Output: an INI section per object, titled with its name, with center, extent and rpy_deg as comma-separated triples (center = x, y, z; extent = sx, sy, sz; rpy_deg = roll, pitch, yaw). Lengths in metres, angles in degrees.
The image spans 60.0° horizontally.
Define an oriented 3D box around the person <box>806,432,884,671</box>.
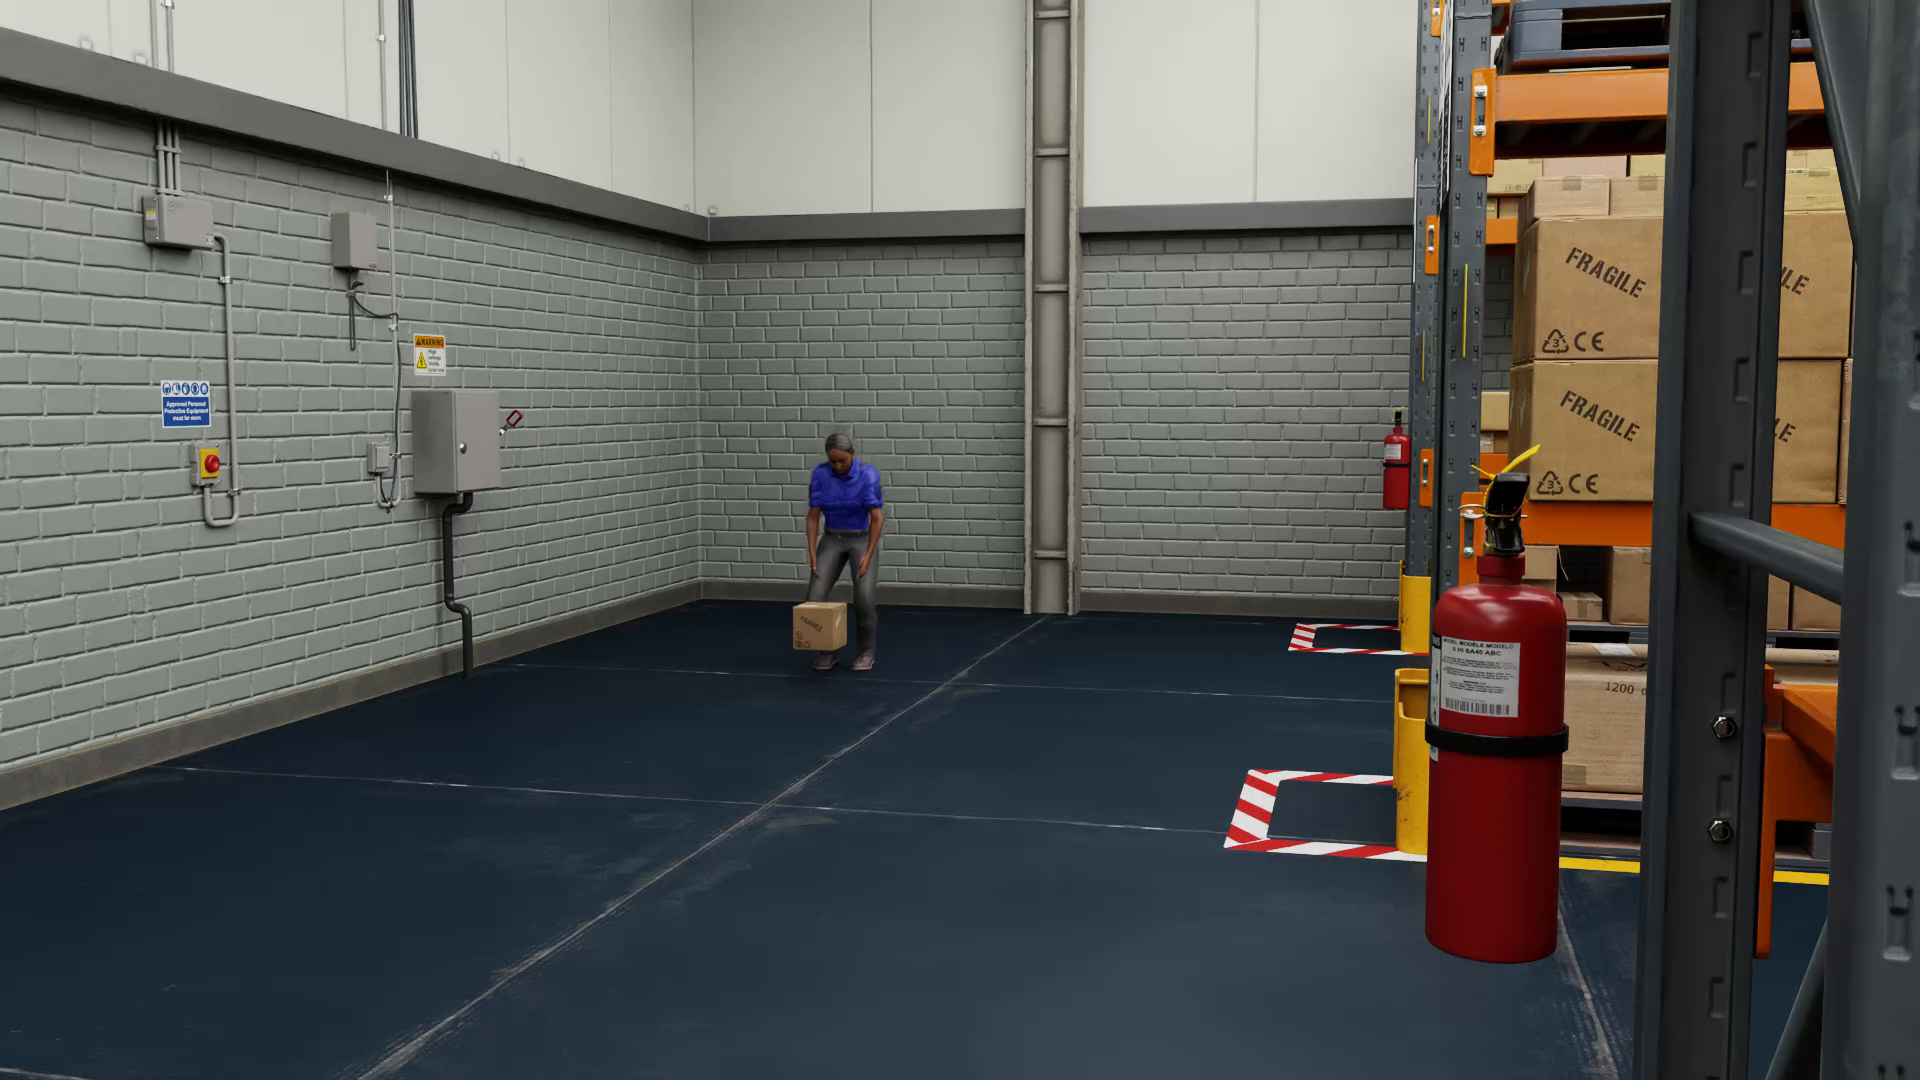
[person]
center = -0.685, 0.071, 10.188
extent = 0.490, 1.465, 0.556
rpy_deg = 1, 5, 14
